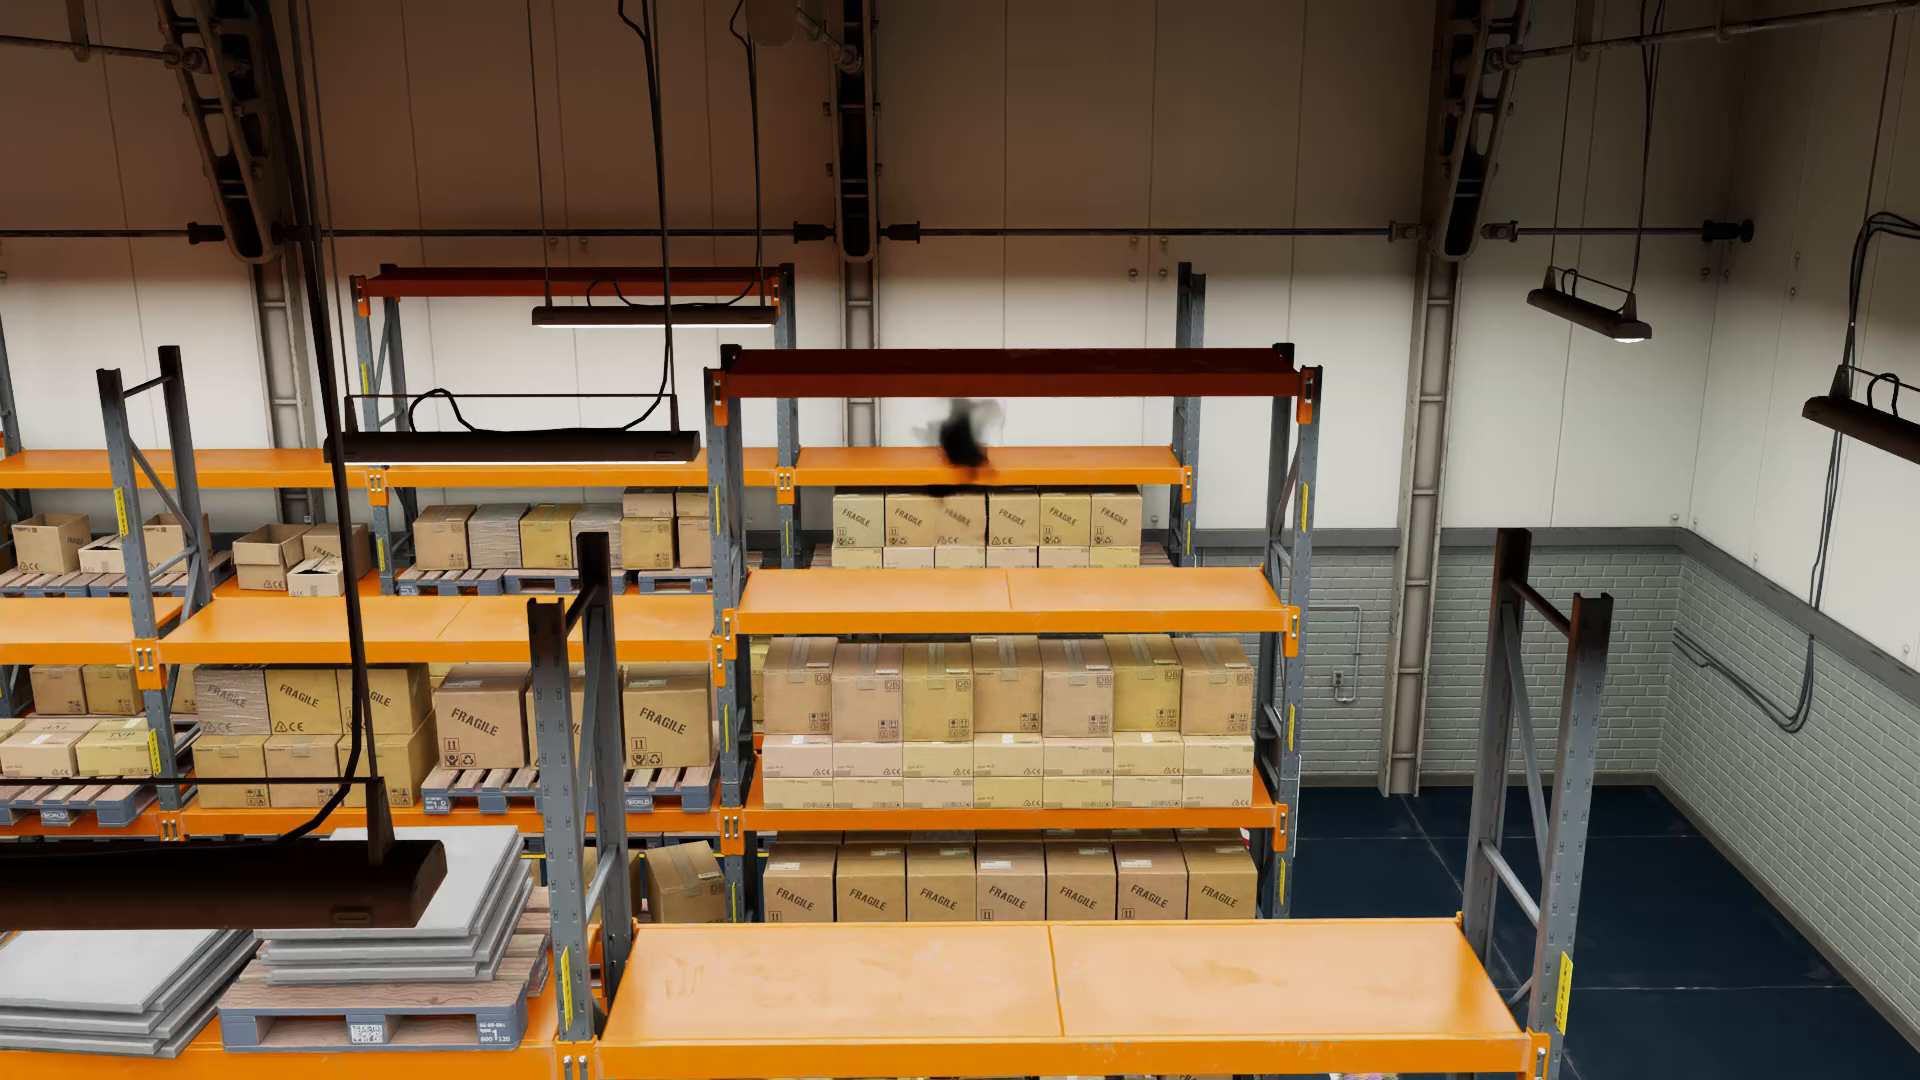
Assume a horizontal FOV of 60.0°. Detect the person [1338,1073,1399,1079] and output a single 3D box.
[{"bbox_3d":[2.803,4.126,11.538,0.586,1.576,0.760,13,20,37],"label":"person"}]
